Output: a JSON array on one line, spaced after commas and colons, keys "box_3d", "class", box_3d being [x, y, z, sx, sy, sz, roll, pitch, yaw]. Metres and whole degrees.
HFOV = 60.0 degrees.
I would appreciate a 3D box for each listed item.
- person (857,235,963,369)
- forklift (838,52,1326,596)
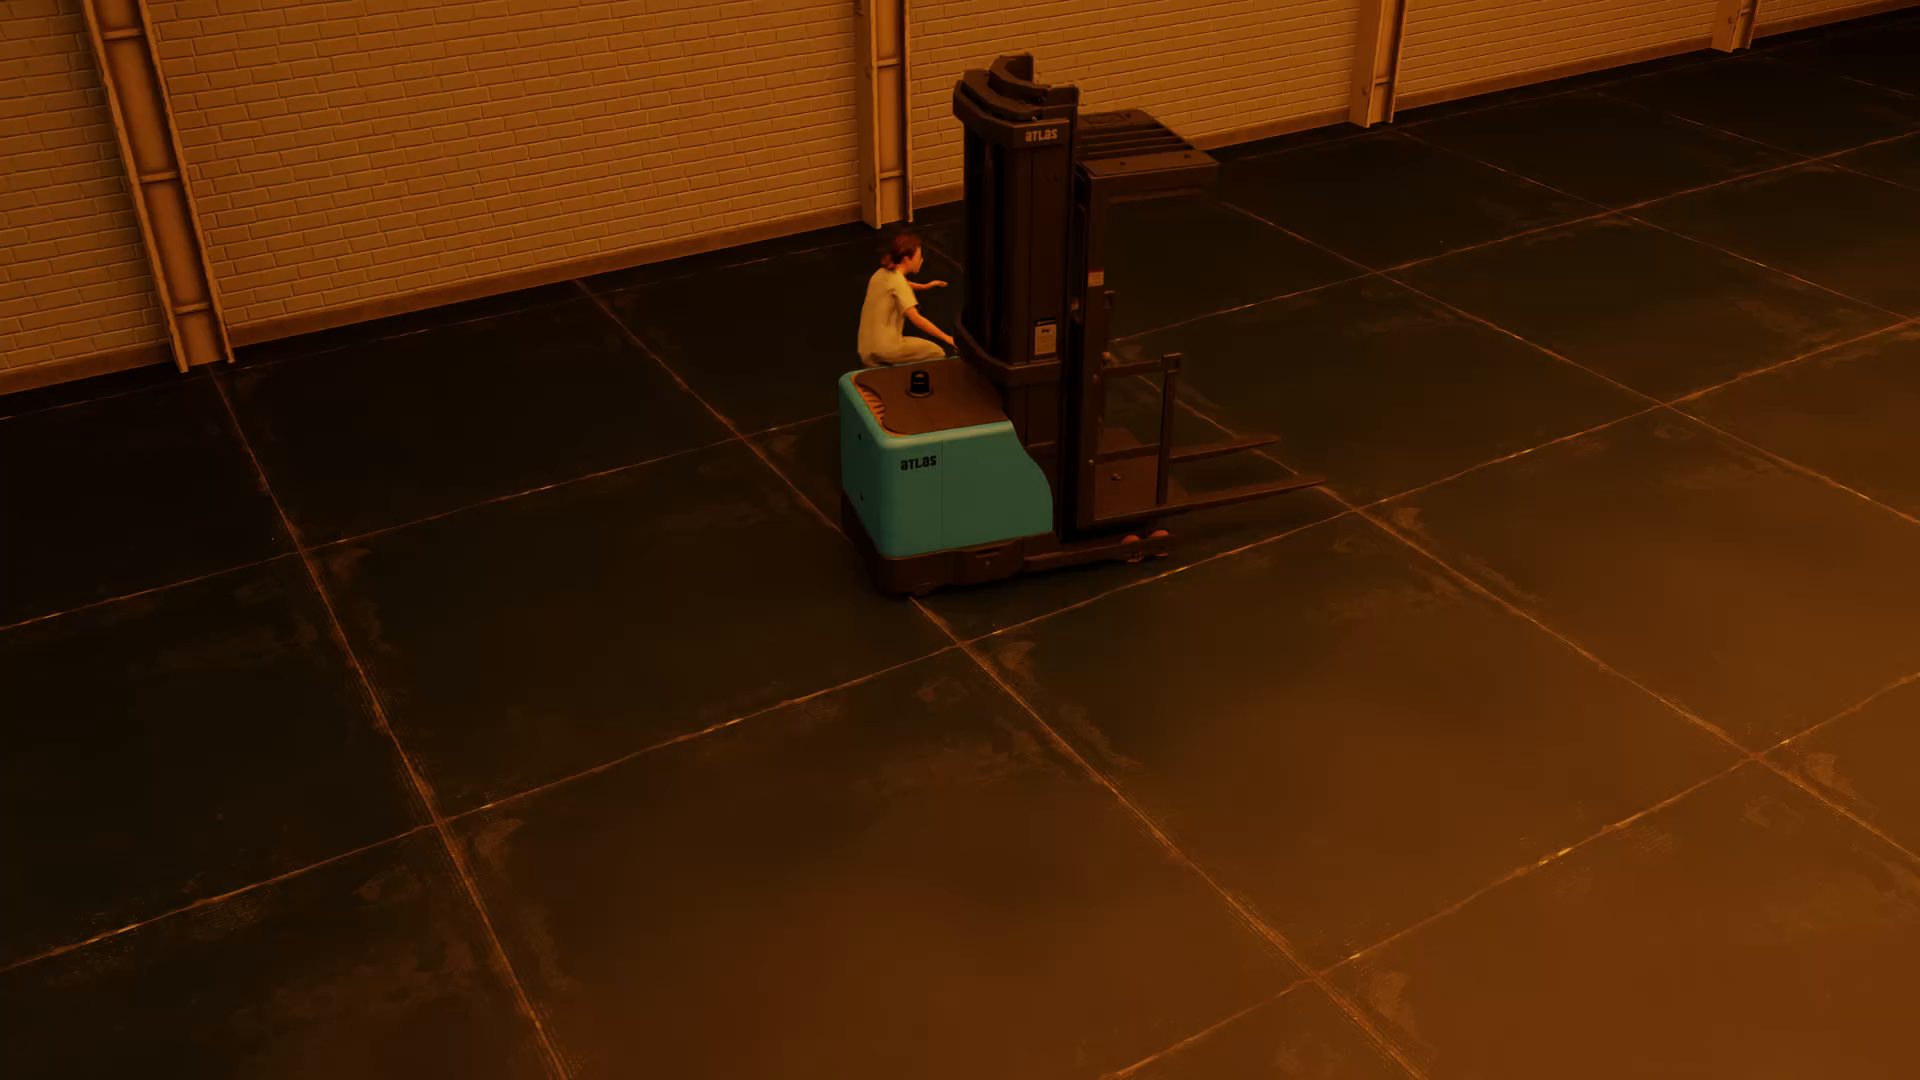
[{"box_3d": [-0.288, -1.342, 11.328, 0.869, 1.437, 0.804, 26, 39, 36], "class": "person"}, {"box_3d": [0.821, -1.366, 9.929, 3.031, 2.935, 1.130, -10, 32, -16], "class": "forklift"}]
